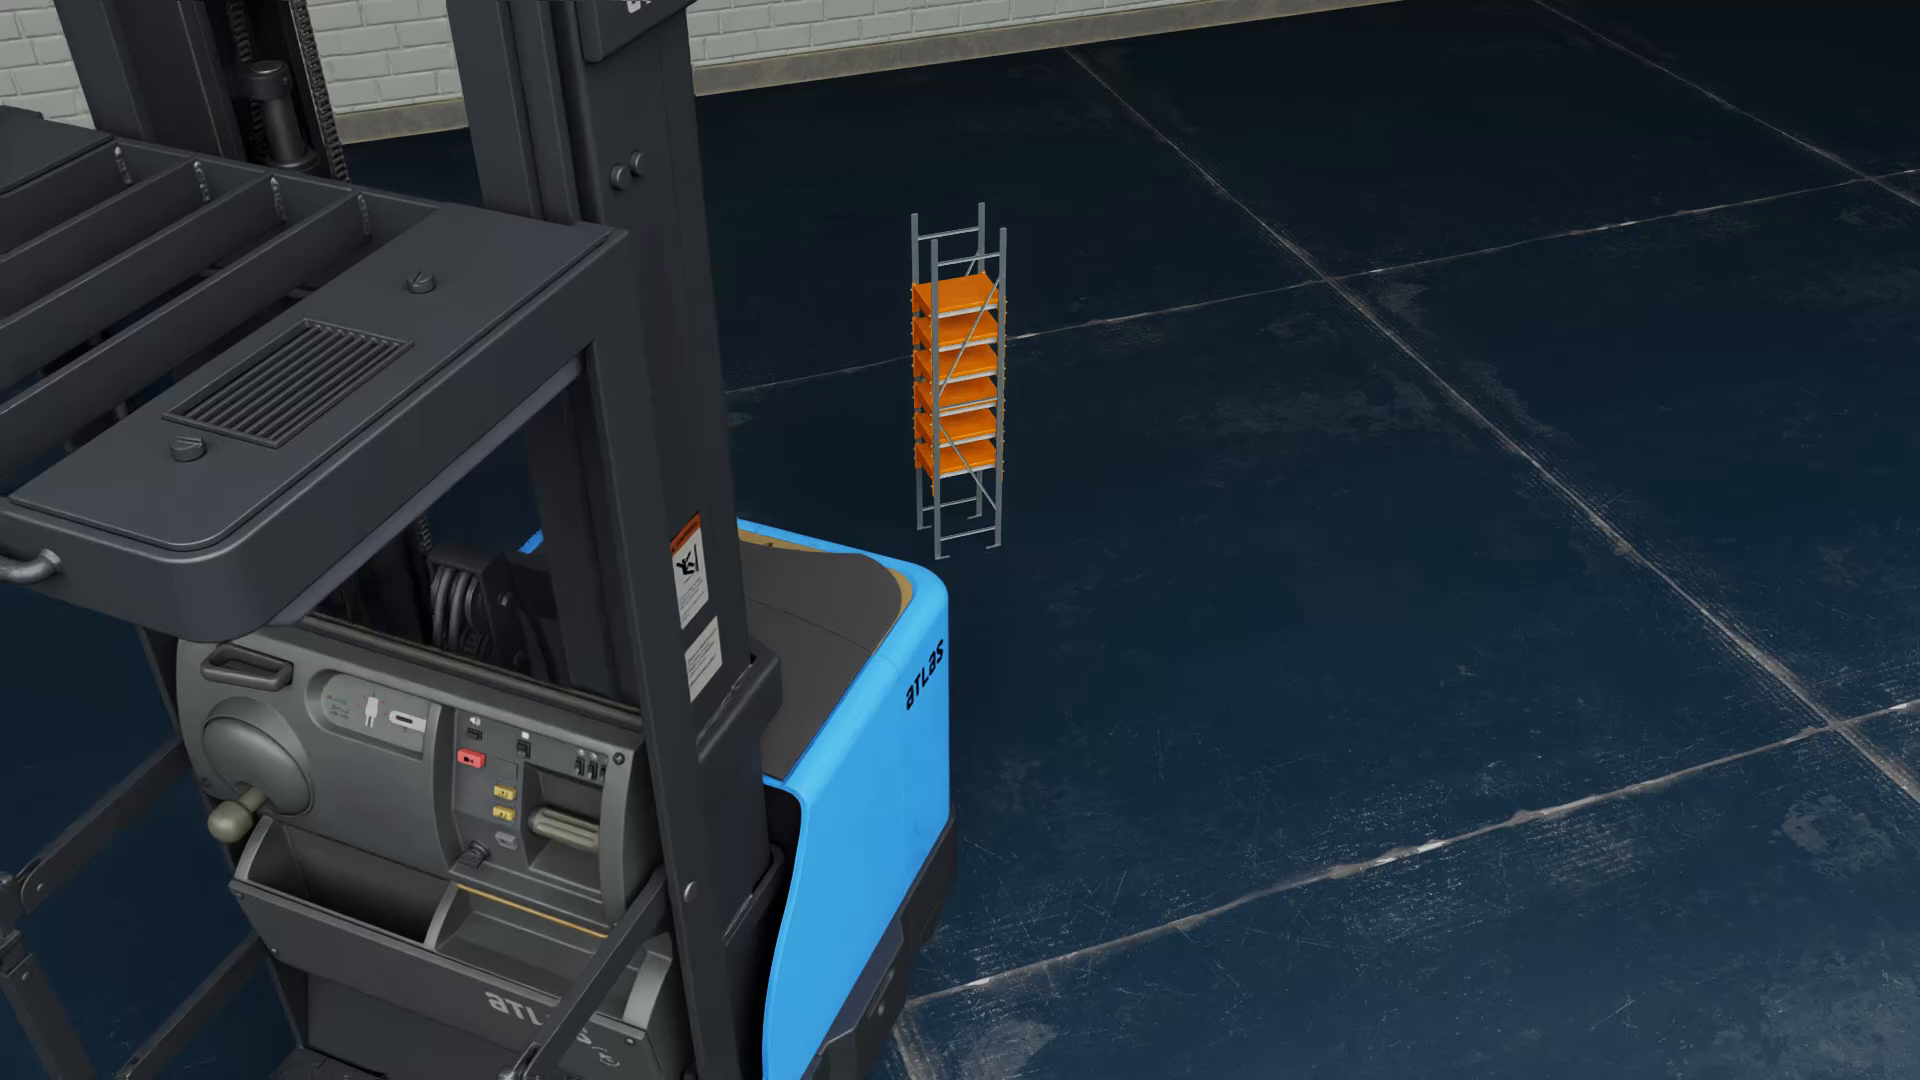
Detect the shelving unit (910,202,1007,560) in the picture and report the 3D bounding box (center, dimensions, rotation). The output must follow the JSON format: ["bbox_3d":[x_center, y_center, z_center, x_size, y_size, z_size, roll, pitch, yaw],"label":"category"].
[{"bbox_3d":[-0.005,-0.487,5.400,0.258,1.200,0.189,-12,39,-16],"label":"shelving unit"}]

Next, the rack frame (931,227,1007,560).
[{"bbox_3d":[0.027,-0.436,5.331,0.240,1.200,0.006,-12,39,-16],"label":"rack frame"}]

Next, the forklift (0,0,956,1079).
[{"bbox_3d":[-1.043,0.466,2.695,1.130,2.935,3.031,14,39,18],"label":"forklift"}]

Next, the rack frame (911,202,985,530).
[{"bbox_3d":[-0.036,-0.539,5.468,0.240,1.200,0.006,-12,39,-16],"label":"rack frame"}]

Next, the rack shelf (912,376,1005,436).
[{"bbox_3d":[-0.005,-0.452,5.427,0.258,0.103,0.180,-12,39,-16],"label":"rack shelf"}]

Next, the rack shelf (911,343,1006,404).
[{"bbox_3d":[-0.005,-0.548,5.354,0.258,0.103,0.180,-12,39,-16],"label":"rack shelf"}]

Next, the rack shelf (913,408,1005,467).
[{"bbox_3d":[-0.005,-0.356,5.499,0.258,0.103,0.180,-12,39,-16],"label":"rack shelf"}]

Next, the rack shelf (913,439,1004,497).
[{"bbox_3d":[-0.005,-0.260,5.571,0.258,0.103,0.180,-12,39,-16],"label":"rack shelf"}]

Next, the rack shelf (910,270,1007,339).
[{"bbox_3d":[-0.005,-0.739,5.210,0.258,0.103,0.180,-12,39,-16],"label":"rack shelf"}]

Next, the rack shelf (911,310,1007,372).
[{"bbox_3d":[-0.005,-0.644,5.282,0.258,0.103,0.180,-12,39,-16],"label":"rack shelf"}]
